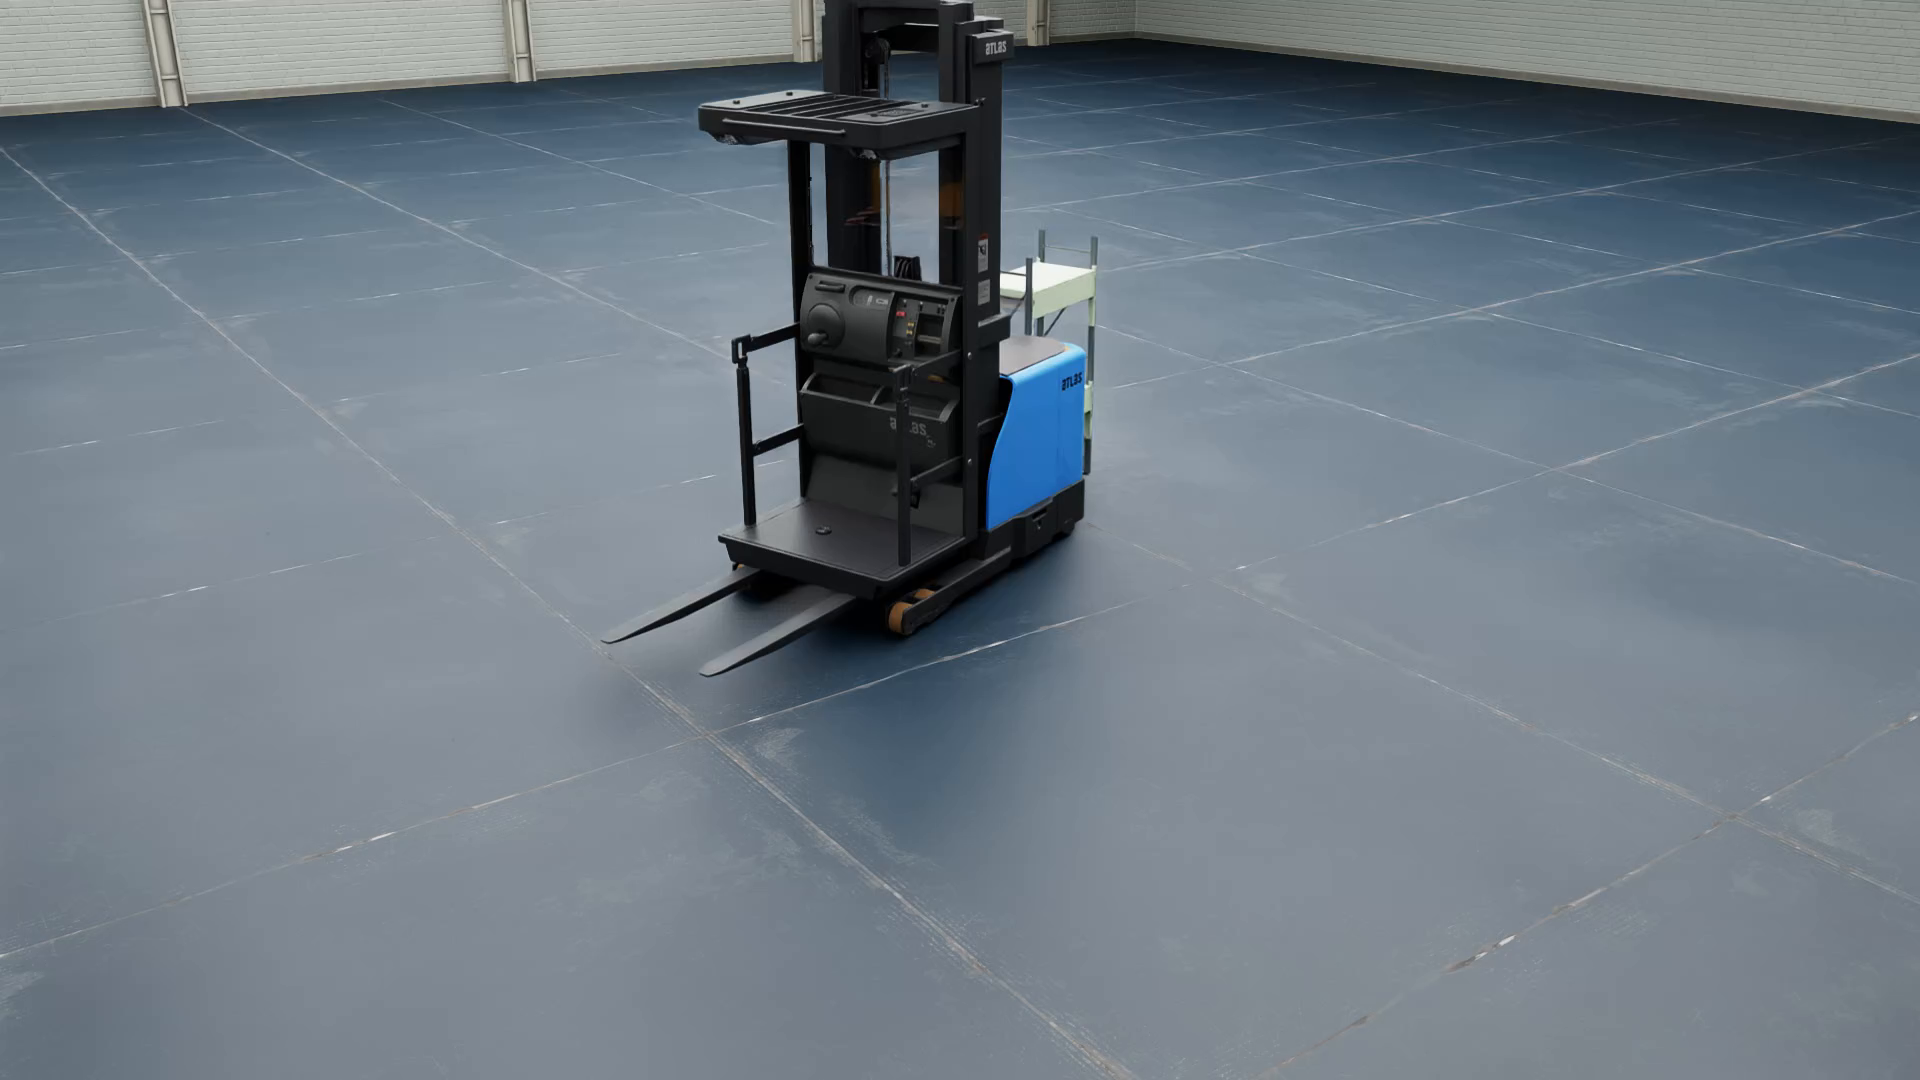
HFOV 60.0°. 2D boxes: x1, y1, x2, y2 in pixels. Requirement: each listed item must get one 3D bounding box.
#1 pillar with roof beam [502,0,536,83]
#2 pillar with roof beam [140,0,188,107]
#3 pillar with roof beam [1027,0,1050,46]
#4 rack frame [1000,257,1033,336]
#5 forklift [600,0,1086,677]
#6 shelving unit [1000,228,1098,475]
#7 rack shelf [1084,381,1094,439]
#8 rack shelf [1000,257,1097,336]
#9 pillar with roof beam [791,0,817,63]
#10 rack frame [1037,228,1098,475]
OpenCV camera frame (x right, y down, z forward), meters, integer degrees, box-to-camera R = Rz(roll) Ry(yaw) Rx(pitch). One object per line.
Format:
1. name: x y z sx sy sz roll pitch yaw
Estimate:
1. pillar with roof beam: -5.493 -11.294 25.559 0.400 9.000 9.100 -15 26 -33
2. pillar with roof beam: -10.364 -9.996 22.304 0.400 9.000 9.100 -15 26 -33
3. pillar with roof beam: 4.248 -13.892 32.068 0.400 9.000 9.100 -15 26 -33
4. rack frame: 0.237 -0.924 9.688 0.400 1.500 0.023 14 26 31
5. forklift: -0.531 -1.089 8.172 1.130 2.935 3.031 14 26 31
6. shelving unit: 0.442 -1.036 9.969 0.431 1.500 0.755 14 26 31
7. rack shelf: 0.442 -0.733 10.090 0.431 0.370 0.720 14 26 31
8. rack shelf: 0.442 -1.399 9.825 0.431 0.370 0.720 14 26 31
9. pillar with roof beam: -0.623 -12.593 28.813 0.400 9.000 9.100 -15 26 -33
10. rack frame: 0.647 -1.149 10.251 0.400 1.500 0.023 14 26 31
